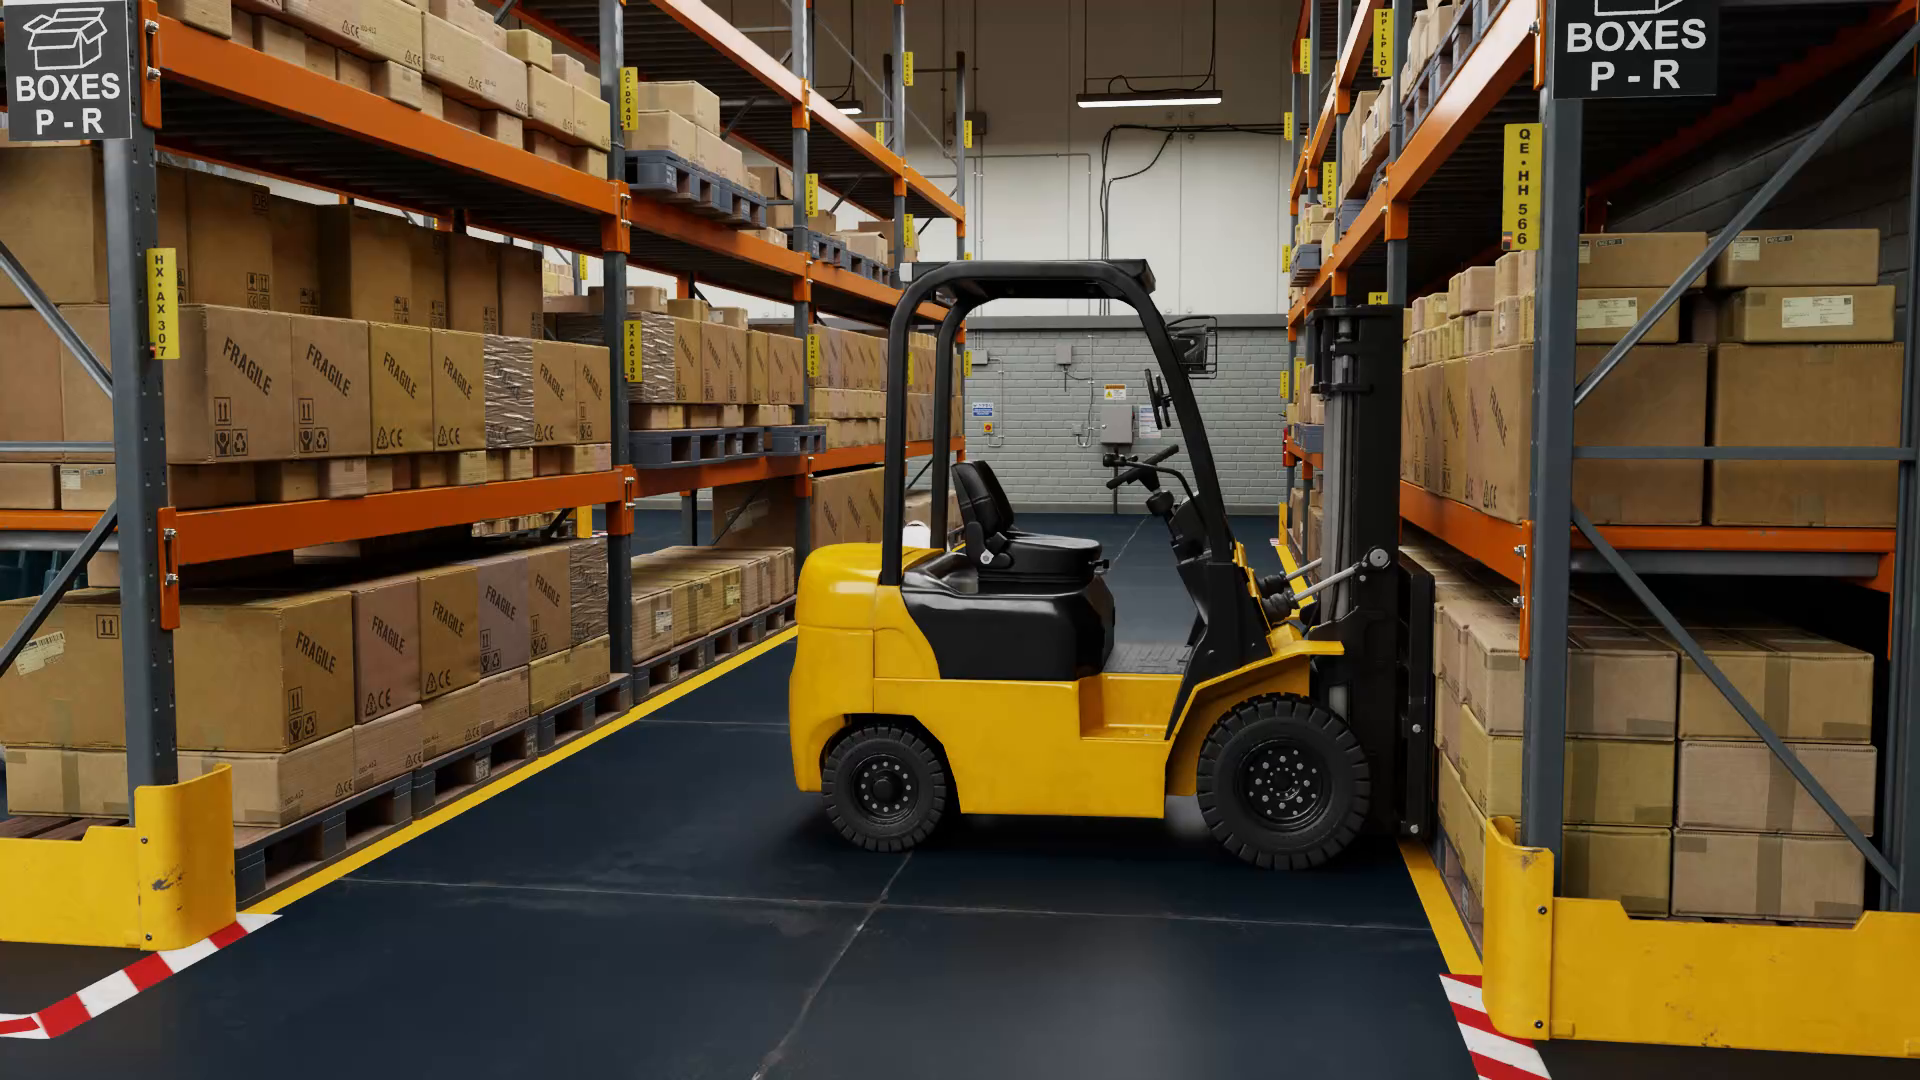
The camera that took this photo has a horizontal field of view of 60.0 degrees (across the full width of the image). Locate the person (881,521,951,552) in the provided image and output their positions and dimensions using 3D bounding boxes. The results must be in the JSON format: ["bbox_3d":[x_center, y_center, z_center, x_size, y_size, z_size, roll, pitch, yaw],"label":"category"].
[{"bbox_3d":[-0.343,0.313,12.148,0.533,0.861,0.944,0,4,6],"label":"person"}]
